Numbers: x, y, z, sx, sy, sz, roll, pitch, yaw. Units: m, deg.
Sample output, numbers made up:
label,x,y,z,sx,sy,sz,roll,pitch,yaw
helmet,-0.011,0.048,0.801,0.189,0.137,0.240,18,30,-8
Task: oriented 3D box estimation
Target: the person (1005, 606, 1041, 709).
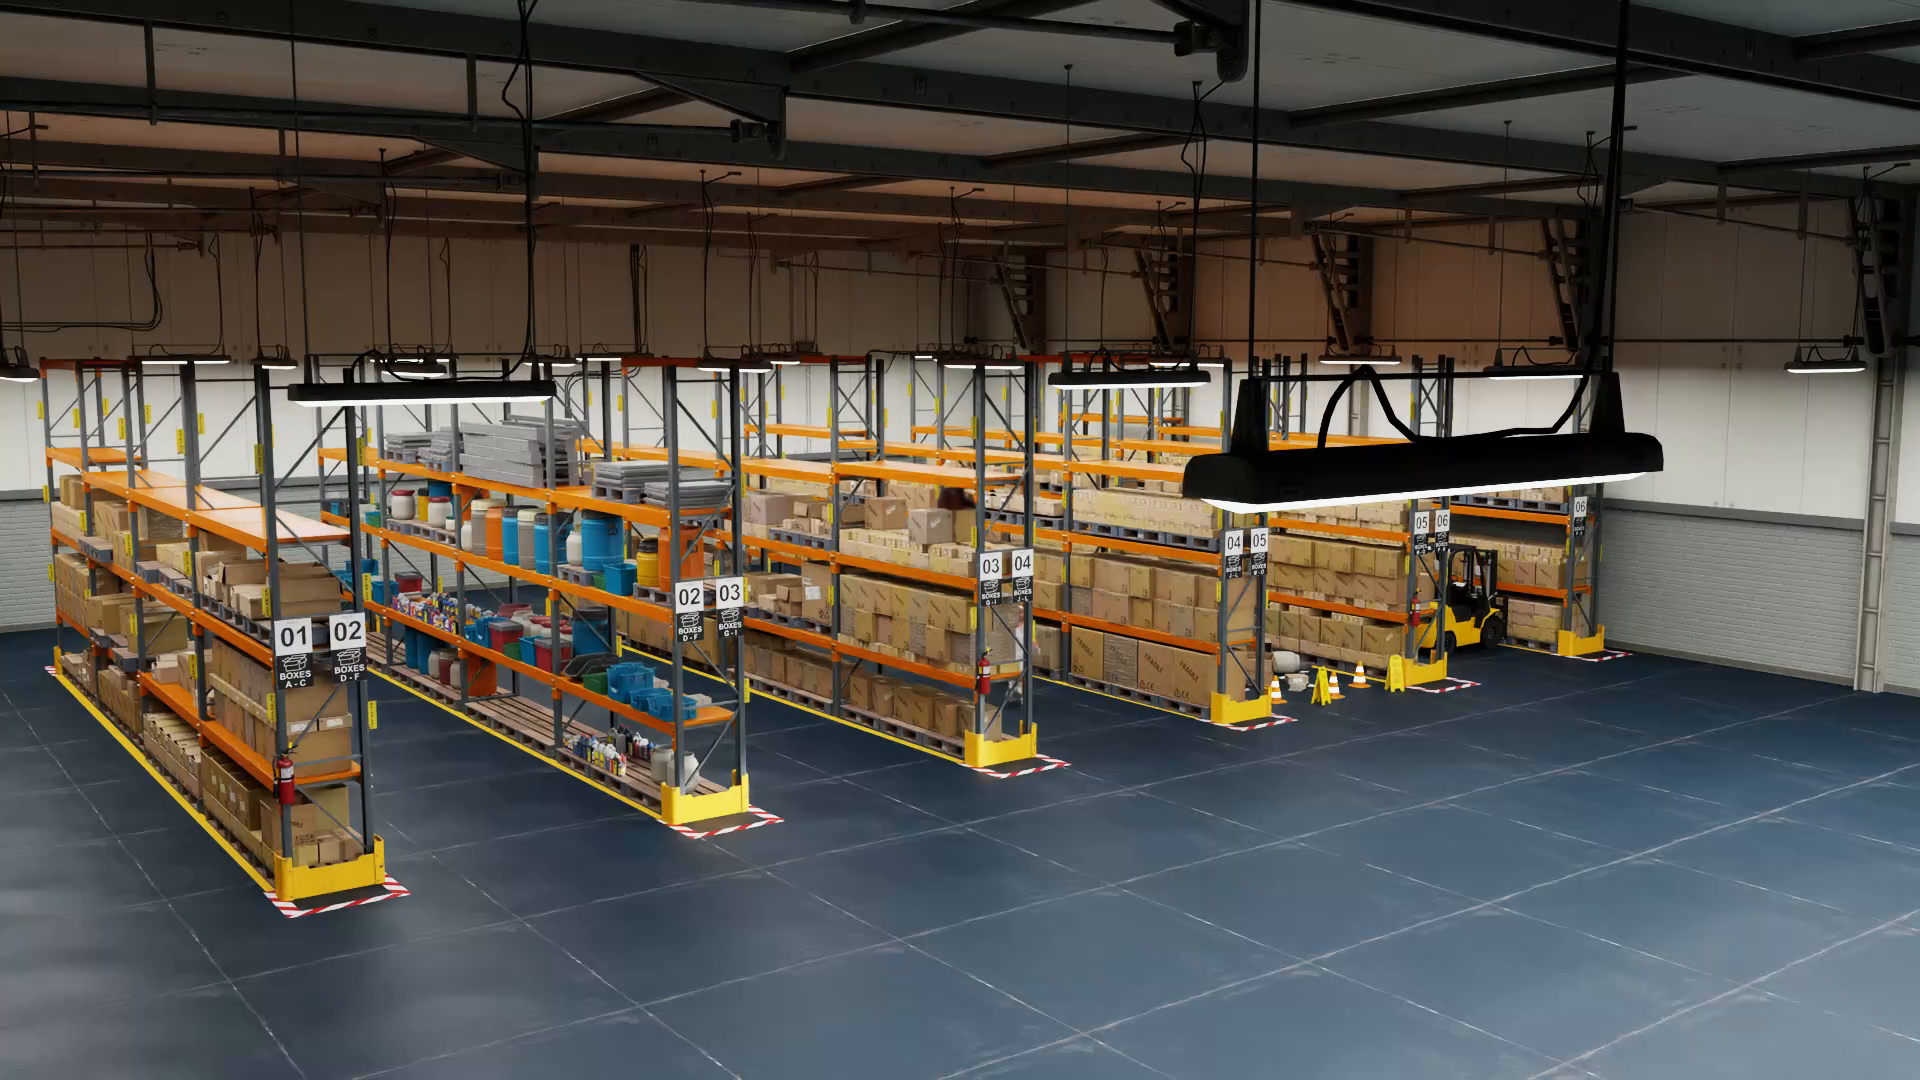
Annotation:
label,x,y,z,sx,sy,sz,roll,pitch,yaw
person,1.079,2.051,28.837,0.567,1.801,0.886,-4,8,-33
